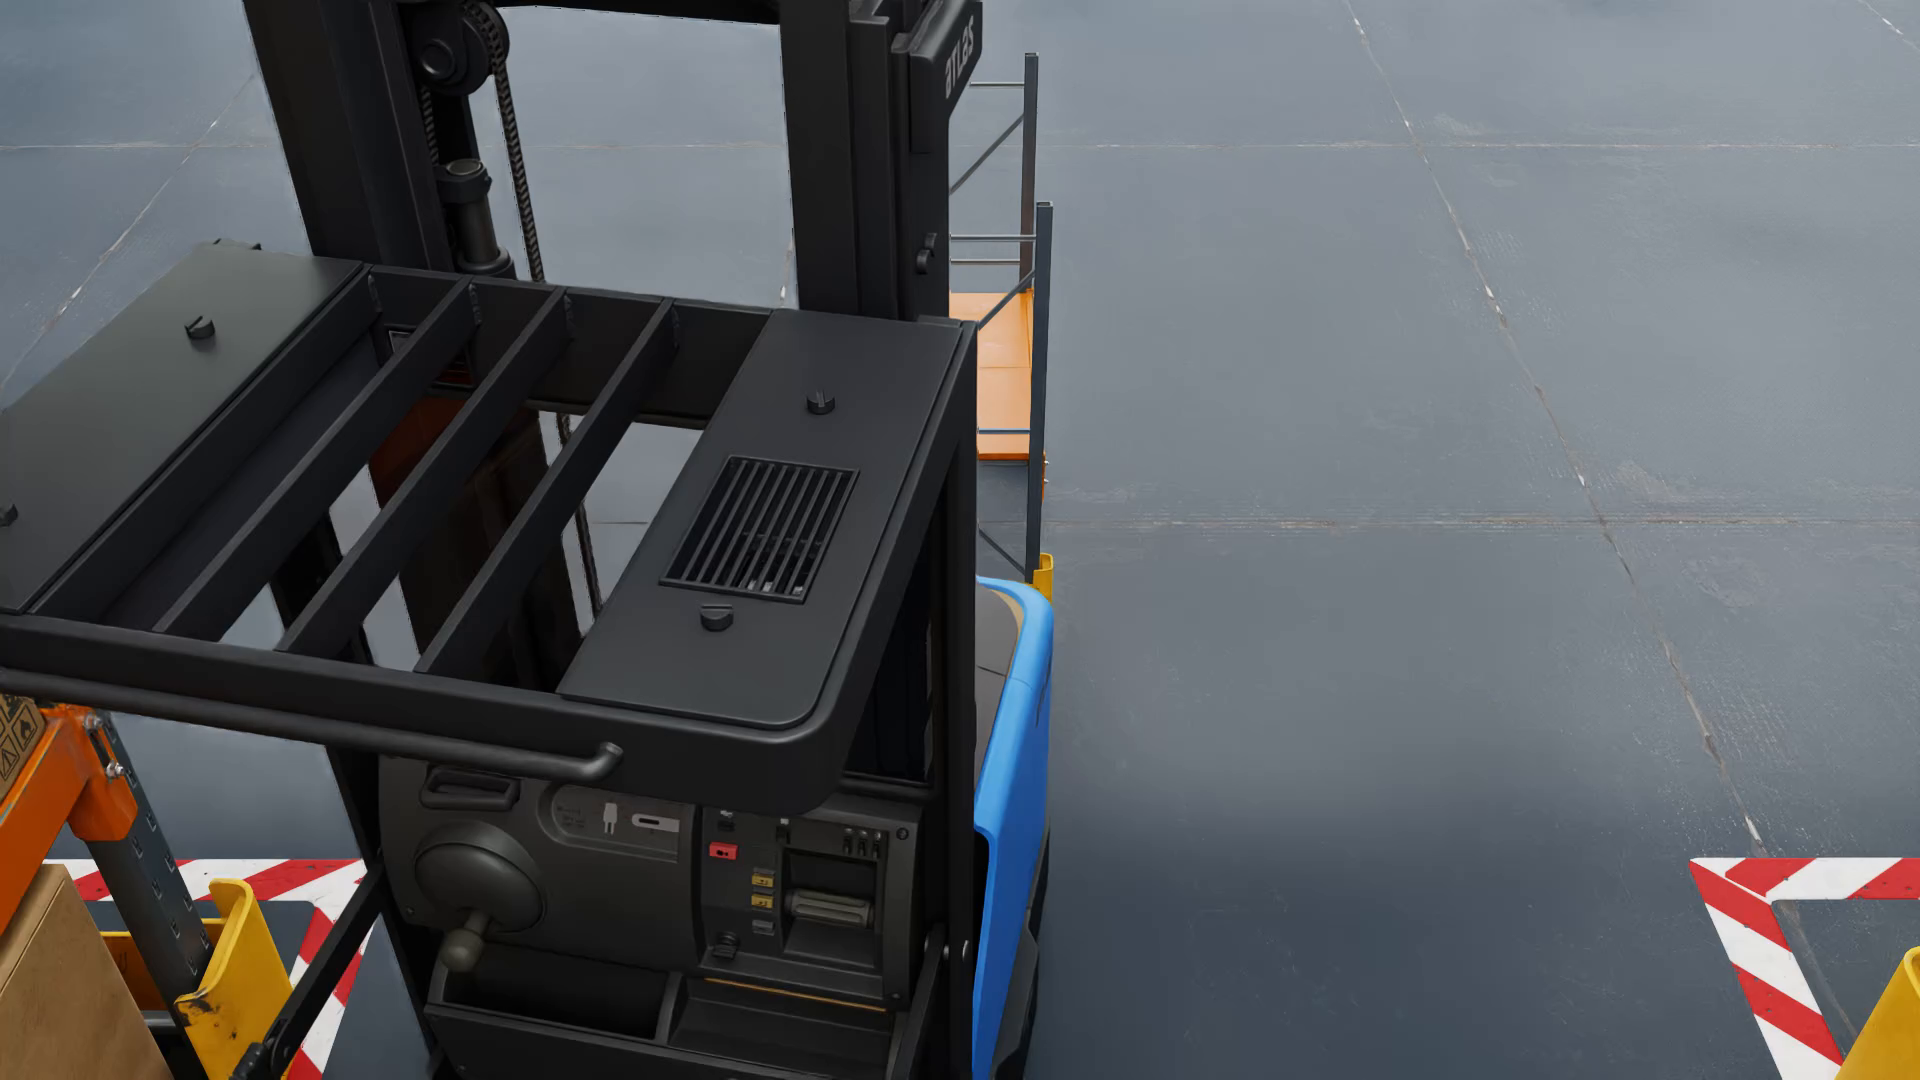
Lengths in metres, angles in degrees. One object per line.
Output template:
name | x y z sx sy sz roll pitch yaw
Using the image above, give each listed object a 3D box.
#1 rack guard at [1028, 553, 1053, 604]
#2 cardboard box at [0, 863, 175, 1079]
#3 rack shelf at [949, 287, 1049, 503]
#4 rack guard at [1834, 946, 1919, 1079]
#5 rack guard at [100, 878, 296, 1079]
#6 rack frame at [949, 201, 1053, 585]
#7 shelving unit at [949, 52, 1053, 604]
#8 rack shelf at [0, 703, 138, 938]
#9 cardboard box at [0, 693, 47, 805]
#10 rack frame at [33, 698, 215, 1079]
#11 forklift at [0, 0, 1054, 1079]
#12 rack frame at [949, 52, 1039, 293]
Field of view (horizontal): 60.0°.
rack guard | 0.000 0.166 5.343 0.587 0.250 0.087 0 39 0
cardboard box | -2.178 1.236 3.173 0.875 0.875 0.875 0 39 0
rack shelf | 0.000 -0.498 5.460 0.538 0.185 1.000 0 39 0
rack guard | 2.715 1.229 3.817 1.175 0.500 0.348 0 39 0
rack guard | -2.245 1.107 3.969 1.175 0.500 0.348 0 39 0
rack frame | 0.000 -0.321 4.951 0.500 1.500 0.032 0 39 0
shelving unit | 0.000 -0.633 5.340 0.587 1.500 1.083 0 39 0
rack shelf | -2.242 1.678 1.833 1.077 0.370 4.000 0 39 0
cardboard box | -2.199 0.320 2.832 0.875 0.550 0.550 0 39 0
rack frame | -2.245 0.147 3.169 1.000 3.000 0.127 0 39 0
forklift | -0.569 0.640 2.608 1.130 2.935 3.031 7 39 9
rack frame | -0.001 -0.956 5.744 0.500 1.500 0.032 0 39 0
